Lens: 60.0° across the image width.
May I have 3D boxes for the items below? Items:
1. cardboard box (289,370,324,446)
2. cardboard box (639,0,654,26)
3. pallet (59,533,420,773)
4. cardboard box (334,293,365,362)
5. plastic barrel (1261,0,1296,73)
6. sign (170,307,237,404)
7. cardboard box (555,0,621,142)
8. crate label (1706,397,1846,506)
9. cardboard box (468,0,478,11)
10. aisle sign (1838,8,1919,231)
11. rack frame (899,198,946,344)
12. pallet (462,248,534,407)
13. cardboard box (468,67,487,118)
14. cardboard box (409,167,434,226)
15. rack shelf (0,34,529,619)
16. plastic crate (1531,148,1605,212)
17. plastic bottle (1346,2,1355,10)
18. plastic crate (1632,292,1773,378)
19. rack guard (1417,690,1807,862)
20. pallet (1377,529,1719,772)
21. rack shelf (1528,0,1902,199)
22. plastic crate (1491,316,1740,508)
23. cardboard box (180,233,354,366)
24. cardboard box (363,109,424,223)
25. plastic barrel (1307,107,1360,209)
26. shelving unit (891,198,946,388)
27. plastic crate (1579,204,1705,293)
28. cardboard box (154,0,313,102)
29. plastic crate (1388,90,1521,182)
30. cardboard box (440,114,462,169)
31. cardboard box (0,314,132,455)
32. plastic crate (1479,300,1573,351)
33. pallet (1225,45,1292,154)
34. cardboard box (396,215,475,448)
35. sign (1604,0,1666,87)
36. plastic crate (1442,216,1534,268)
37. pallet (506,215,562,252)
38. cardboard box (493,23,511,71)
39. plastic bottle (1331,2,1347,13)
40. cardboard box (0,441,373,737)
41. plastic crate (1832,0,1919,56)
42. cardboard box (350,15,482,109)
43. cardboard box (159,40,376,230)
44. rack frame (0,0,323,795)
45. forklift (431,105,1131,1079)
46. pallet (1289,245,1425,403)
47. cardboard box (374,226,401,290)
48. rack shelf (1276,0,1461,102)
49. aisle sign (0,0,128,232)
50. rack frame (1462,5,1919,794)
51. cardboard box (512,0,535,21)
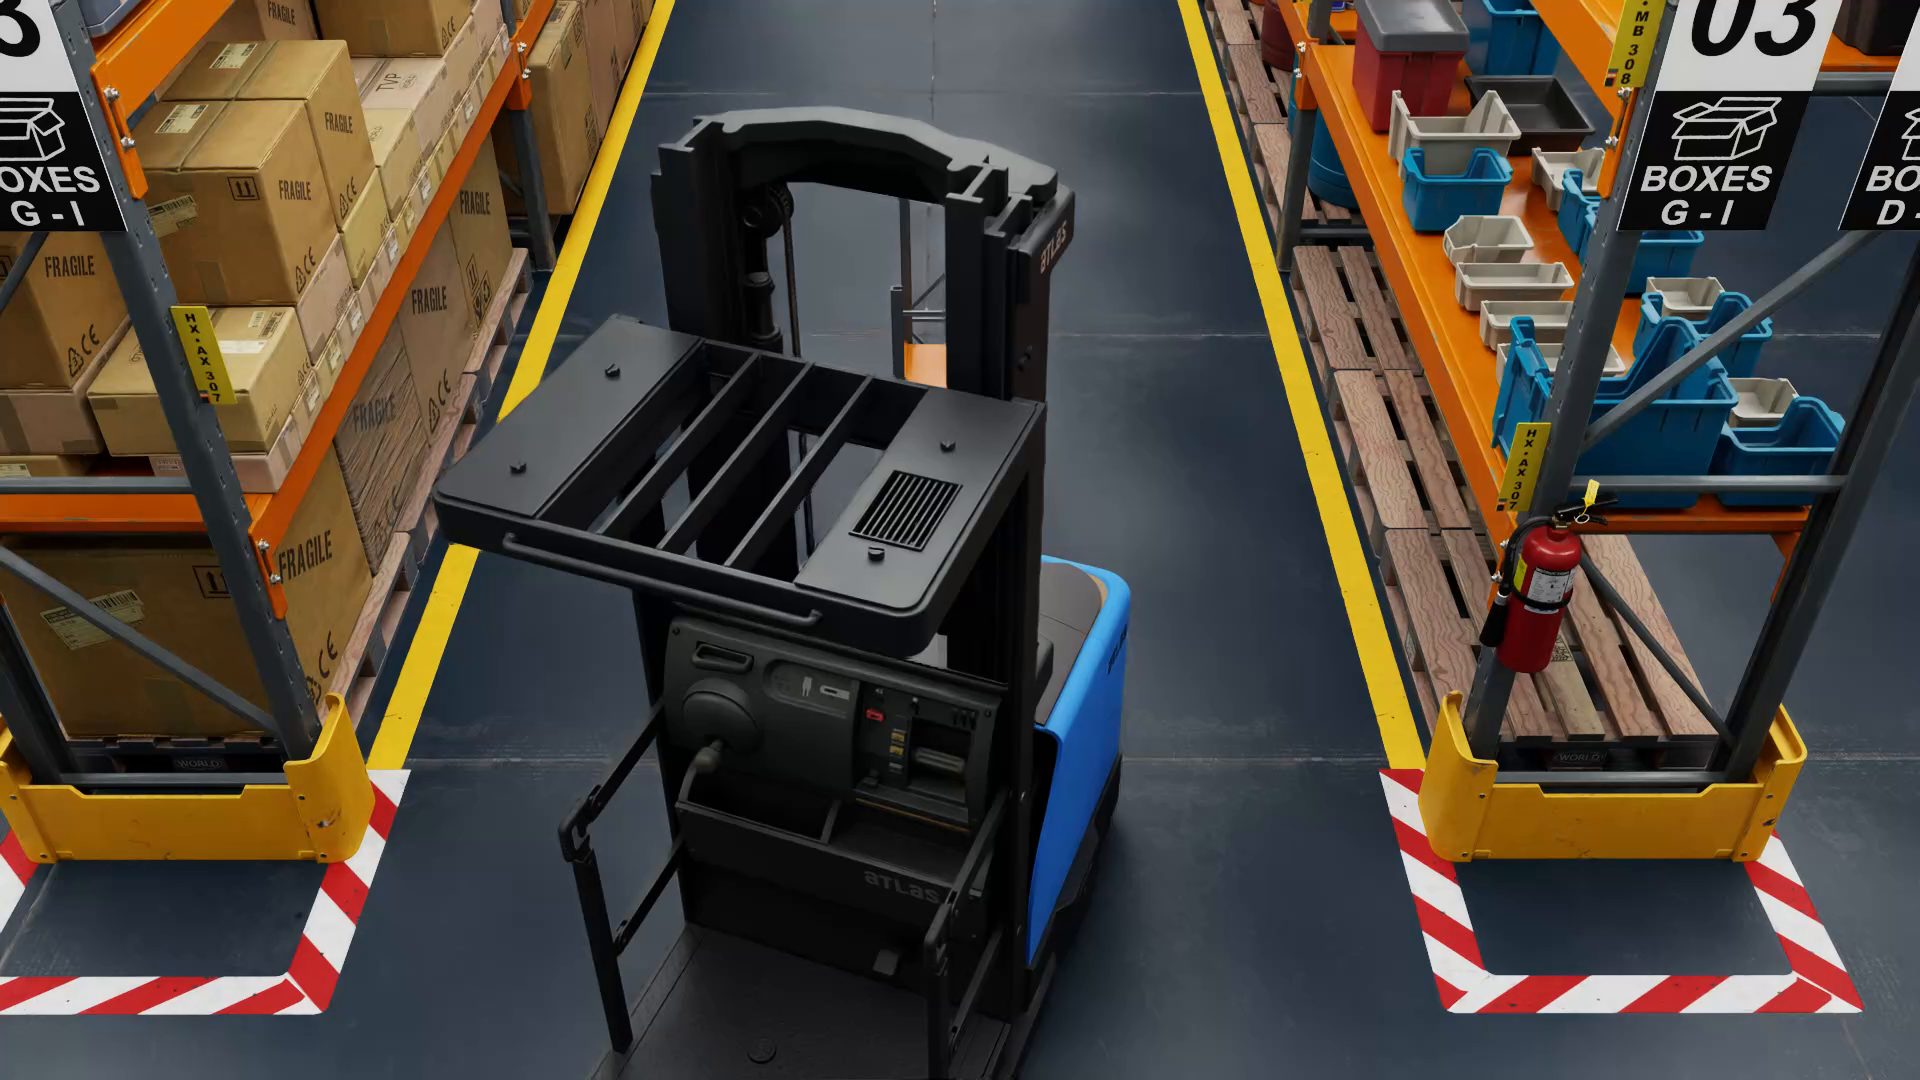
[{"bbox_3d":[-2.385,-0.444,5.606,0.380,0.149,0.250,-1,39,-1],"label":"cardboard box"},{"bbox_3d":[-2.742,-4.065,11.287,1.225,0.875,0.875,-2,39,-2],"label":"cardboard box"},{"bbox_3d":[-2.792,0.429,6.546,1.003,0.211,1.213,0,39,0],"label":"pallet"},{"bbox_3d":[-2.387,-0.767,6.009,0.380,0.149,0.250,-1,39,-1],"label":"cardboard box"},{"bbox_3d":[2.249,-3.376,10.657,0.600,0.588,0.708,0,39,0],"label":"plastic barrel"},{"bbox_3d":[-2.158,-0.525,4.750,0.100,0.325,0.005,0,39,0],"label":"sign"},{"bbox_3d":[-2.740,-2.954,9.901,1.225,0.875,0.875,-1,39,-2],"label":"cardboard box"},{"bbox_3d":[2.569,-0.275,5.281,0.416,0.233,0.303,0,39,0],"label":"crate label"},{"bbox_3d":[-2.450,-2.723,7.532,0.500,0.500,0.500,1,39,1],"label":"cardboard box"},{"bbox_3d":[2.537,-1.132,4.186,0.394,0.787,0.004,0,39,0],"label":"aisle sign"},{"bbox_3d":[-0.001,-0.957,7.244,0.500,1.500,0.032,0,39,0],"label":"rack frame"},{"bbox_3d":[-2.795,-1.097,8.450,1.003,0.211,1.213,0,39,0],"label":"pallet"},{"bbox_3d":[-2.389,-2.051,7.611,0.380,0.149,0.250,-1,39,-1],"label":"cardboard box"},{"bbox_3d":[-2.389,-1.409,6.811,0.380,0.149,0.250,1,39,1],"label":"cardboard box"},{"bbox_3d":[-2.716,-1.129,6.836,1.077,0.370,4.000,0,39,0],"label":"rack shelf"},{"bbox_3d":[2.538,-1.496,6.881,0.293,0.136,0.466,0,39,0],"label":"plastic crate"},{"bbox_3d":[2.036,-2.845,8.560,0.097,0.201,0.097,0,39,0],"label":"plastic bottle"},{"bbox_3d":[2.568,-0.687,5.795,0.416,0.233,0.300,0,39,0],"label":"plastic crate"},{"bbox_3d":[2.253,0.828,5.817,1.175,0.500,0.348,0,39,0],"label":"rack guard"},{"bbox_3d":[2.278,0.410,6.570,1.003,0.211,1.213,0,39,0],"label":"pallet"},{"bbox_3d":[2.237,-2.303,5.902,1.077,0.370,4.000,0,39,0],"label":"rack shelf"},{"bbox_3d":[2.053,-0.409,5.286,0.616,0.435,0.499,0,39,0],"label":"plastic crate"},{"bbox_3d":[-2.451,-0.842,5.784,0.500,0.250,0.500,0,39,-1],"label":"cardboard box"},{"bbox_3d":[-2.454,-1.483,6.584,0.500,0.250,0.500,-1,39,-1],"label":"cardboard box"},{"bbox_3d":[2.252,-2.349,9.125,0.600,0.901,0.708,0,39,0],"label":"plastic barrel"},{"bbox_3d":[0.000,-0.633,6.840,0.587,1.500,1.083,0,39,0],"label":"shelving unit"},{"bbox_3d":[2.567,-1.099,6.308,0.416,0.233,0.300,0,39,0],"label":"plastic crate"},{"bbox_3d":[-2.975,-2.078,6.726,0.500,0.500,0.500,-1,39,-1],"label":"cardboard box"},{"bbox_3d":[2.053,-1.686,7.002,0.437,0.282,0.530,0,39,0],"label":"plastic crate"},{"bbox_3d":[-2.388,-1.729,7.209,0.380,0.149,0.250,1,39,1],"label":"cardboard box"},{"bbox_3d":[-2.979,-0.520,5.382,0.500,0.250,0.500,-1,39,-1],"label":"cardboard box"},{"bbox_3d":[2.072,-0.774,5.980,0.396,0.136,0.243,0,39,0],"label":"plastic crate"},{"bbox_3d":[2.272,-2.823,10.604,1.003,0.211,1.213,0,39,0],"label":"pallet"},{"bbox_3d":[-2.796,-1.020,7.487,0.875,0.875,0.875,0,39,0],"label":"cardboard box"},{"bbox_3d":[1.690,-1.282,4.136,0.100,0.325,0.005,0,39,0],"label":"sign"},{"bbox_3d":[2.028,-1.134,6.429,0.298,0.136,0.250,0,39,0],"label":"plastic crate"},{"bbox_3d":[-2.794,-2.055,9.645,1.003,0.211,1.213,0,39,0],"label":"pallet"},{"bbox_3d":[-2.390,-2.372,8.012,0.380,0.149,0.250,0,39,0],"label":"cardboard box"},{"bbox_3d":[1.911,-2.862,8.522,0.152,0.276,0.135,0,39,0],"label":"plastic bottle"},{"bbox_3d":[-2.794,0.106,6.082,0.875,0.875,0.875,0,39,0],"label":"cardboard box"},{"bbox_3d":[2.518,-1.523,4.458,0.497,0.269,0.590,0,39,0],"label":"plastic crate"},{"bbox_3d":[-2.452,-2.119,7.377,0.500,0.250,0.500,1,39,1],"label":"cardboard box"},{"bbox_3d":[-2.451,-1.446,5.939,0.500,0.500,0.500,-1,39,-1],"label":"cardboard box"},{"bbox_3d":[-2.713,-0.159,5.050,1.000,3.000,0.127,0,39,0],"label":"rack frame"},{"bbox_3d":[-0.425,0.561,4.206,1.130,2.935,3.031,13,41,16],"label":"forklift"},{"bbox_3d":[2.275,-1.116,8.474,1.003,0.211,1.213,0,39,0],"label":"pallet"},{"bbox_3d":[-2.388,-1.087,6.409,0.380,0.149,0.250,0,39,-1],"label":"cardboard box"},{"bbox_3d":[2.233,-3.634,9.961,1.077,0.370,4.000,0,39,0],"label":"rack shelf"},{"bbox_3d":[-2.413,-1.129,4.181,0.394,0.787,0.004,0,39,0],"label":"aisle sign"},{"bbox_3d":[2.240,-0.163,5.054,1.000,3.000,0.127,0,39,0],"label":"rack frame"},{"bbox_3d":[-2.468,-2.987,8.499,0.500,0.500,0.500,0,39,0],"label":"cardboard box"}]
